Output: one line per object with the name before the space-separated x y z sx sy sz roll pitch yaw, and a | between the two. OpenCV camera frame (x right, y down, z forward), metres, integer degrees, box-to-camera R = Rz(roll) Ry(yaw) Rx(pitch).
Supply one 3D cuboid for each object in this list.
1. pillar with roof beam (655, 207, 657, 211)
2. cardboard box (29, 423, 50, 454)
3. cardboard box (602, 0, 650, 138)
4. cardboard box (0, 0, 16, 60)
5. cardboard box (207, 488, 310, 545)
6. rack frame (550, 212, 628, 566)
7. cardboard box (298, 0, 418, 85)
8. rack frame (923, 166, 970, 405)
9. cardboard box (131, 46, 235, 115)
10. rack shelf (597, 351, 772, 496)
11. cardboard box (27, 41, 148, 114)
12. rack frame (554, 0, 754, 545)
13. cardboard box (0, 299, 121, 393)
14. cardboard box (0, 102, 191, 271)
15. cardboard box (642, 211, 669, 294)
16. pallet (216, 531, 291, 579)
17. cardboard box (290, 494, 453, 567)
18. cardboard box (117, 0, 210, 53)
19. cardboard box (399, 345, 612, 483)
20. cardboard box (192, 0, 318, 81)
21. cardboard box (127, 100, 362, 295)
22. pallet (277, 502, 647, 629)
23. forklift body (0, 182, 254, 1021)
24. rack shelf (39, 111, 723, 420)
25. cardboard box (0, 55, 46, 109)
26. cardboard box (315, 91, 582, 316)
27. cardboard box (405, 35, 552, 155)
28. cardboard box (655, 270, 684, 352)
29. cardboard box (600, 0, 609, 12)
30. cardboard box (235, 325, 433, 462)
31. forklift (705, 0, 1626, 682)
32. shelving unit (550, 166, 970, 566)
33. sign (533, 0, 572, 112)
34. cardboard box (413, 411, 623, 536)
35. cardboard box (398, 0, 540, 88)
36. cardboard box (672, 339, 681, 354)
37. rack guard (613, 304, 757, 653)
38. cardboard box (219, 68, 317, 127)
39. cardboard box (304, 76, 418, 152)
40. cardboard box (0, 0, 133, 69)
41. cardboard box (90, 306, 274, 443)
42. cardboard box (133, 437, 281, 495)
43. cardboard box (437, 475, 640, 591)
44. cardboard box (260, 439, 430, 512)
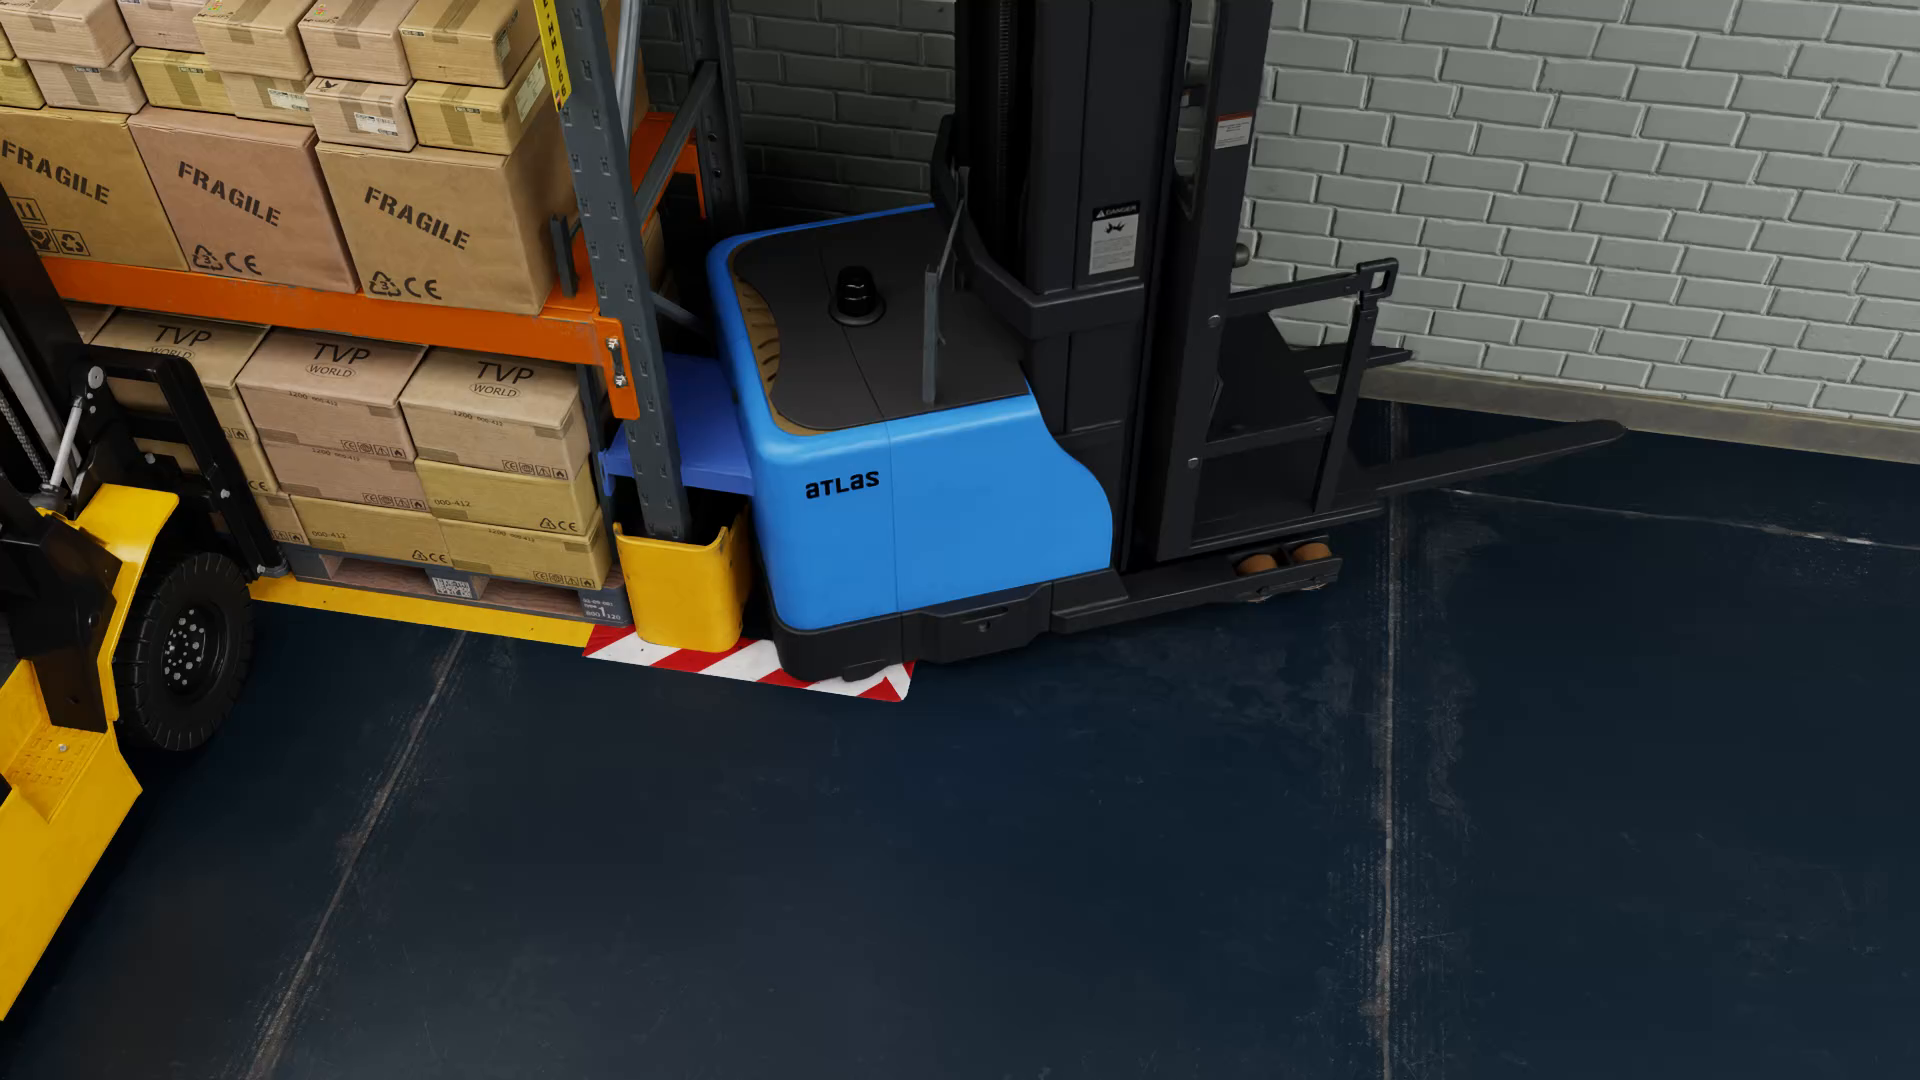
pillar with roof beam | -2.119 -0.687 0.317 0.400 9.000 9.100 8 49 7
cardboard box | -2.858 -0.501 5.414 0.500 0.250 0.500 8 48 7
cardboard box | -1.267 -1.383 4.909 0.500 0.500 0.500 9 49 8
cardboard box | -2.493 -1.419 4.305 0.250 0.149 0.380 9 49 8
cardboard box | -2.326 -0.279 5.550 0.500 0.250 0.500 8 49 7
rack frame | -1.054 -0.508 5.128 0.032 1.500 0.500 9 47 6
cardboard box | -1.467 -1.334 4.228 0.250 0.149 0.380 8 49 7
rack frame | -0.055 -0.353 5.026 0.032 1.500 0.500 9 47 6
cardboard box | -1.963 -1.304 4.402 0.250 0.149 0.380 7 48 7
rack shelf | -0.560 -0.307 5.208 1.000 0.185 0.538 9 47 6
cardboard box | -2.234 -1.305 4.403 0.250 0.149 0.380 6 48 6
rack frame | -0.829 -1.081 4.705 0.127 3.000 1.000 8 49 7
cardboard box | -2.837 -0.664 5.224 0.500 0.250 0.500 7 48 6
cardboard box | -2.373 -1.130 4.682 0.500 0.500 0.500 7 48 6
cardboard box | -1.268 -0.839 5.381 0.500 0.250 0.500 7 48 6
pallet | -2.786 -0.383 5.952 1.213 0.211 1.003 8 49 7
cardboard box | -1.835 -0.206 5.485 0.500 0.250 0.500 8 49 7
cardboard box | -1.961 -1.436 4.320 0.250 0.149 0.380 8 49 7
cardboard box | -1.337 -0.469 5.049 0.500 0.250 0.500 9 49 8
cardboard box | -1.729 -1.348 4.242 0.250 0.149 0.380 9 49 8
cardboard box | -1.869 -1.063 4.621 0.500 0.500 0.500 9 49 8
pallet | -1.589 -0.220 5.805 1.213 0.211 1.003 8 49 7
forklift body | -3.019 0.287 4.046 1.214 2.155 2.313 8 49 7
rack shelf | -2.797 -1.105 5.210 4.000 0.370 1.077 8 49 7
cardboard box | -2.486 -1.324 4.420 0.250 0.149 0.380 8 49 7
cardboard box | -1.360 -0.987 4.553 0.500 0.500 0.500 7 48 6
cardboard box | -1.220 -1.172 4.283 0.250 0.149 0.380 8 49 7
cardboard box | -1.255 -0.684 5.578 0.500 0.250 0.500 8 49 8
cardboard box | -1.116 -1.566 4.637 0.250 0.149 0.380 7 48 6
cardboard box | -1.841 -0.532 5.106 0.500 0.250 0.500 8 49 8
forklift | 0.773 -1.142 4.805 3.031 2.935 1.130 -12 49 -10
shelving unit | -0.555 -0.430 5.077 1.048 1.500 0.538 9 47 6
sign | -0.939 -1.152 3.831 0.005 0.325 0.100 8 49 7
cardboard box | -1.363 -0.305 5.238 0.500 0.250 0.500 7 48 6
cardboard box | -1.219 -1.324 4.220 0.250 0.149 0.380 8 49 7
cardboard box | -1.277 -0.510 5.758 0.500 0.250 0.500 8 49 7
rack guard | -0.805 -0.242 5.632 0.348 0.500 1.175 8 49 7
cardboard box | -1.721 -1.263 4.365 0.250 0.149 0.380 8 49 8
cardboard box | -1.477 -1.184 4.294 0.250 0.149 0.380 8 49 7
cardboard box | -2.237 -1.389 4.278 0.250 0.149 0.380 9 49 8
cardboard box | -2.339 -0.592 5.159 0.500 0.250 0.500 8 49 7
cardboard box | -2.367 -0.432 5.352 0.500 0.250 0.500 7 48 6
cardboard box | -1.347 -0.133 5.419 0.500 0.250 0.500 8 49 7
cardboard box | -1.855 -0.379 5.304 0.500 0.250 0.500 7 48 6
